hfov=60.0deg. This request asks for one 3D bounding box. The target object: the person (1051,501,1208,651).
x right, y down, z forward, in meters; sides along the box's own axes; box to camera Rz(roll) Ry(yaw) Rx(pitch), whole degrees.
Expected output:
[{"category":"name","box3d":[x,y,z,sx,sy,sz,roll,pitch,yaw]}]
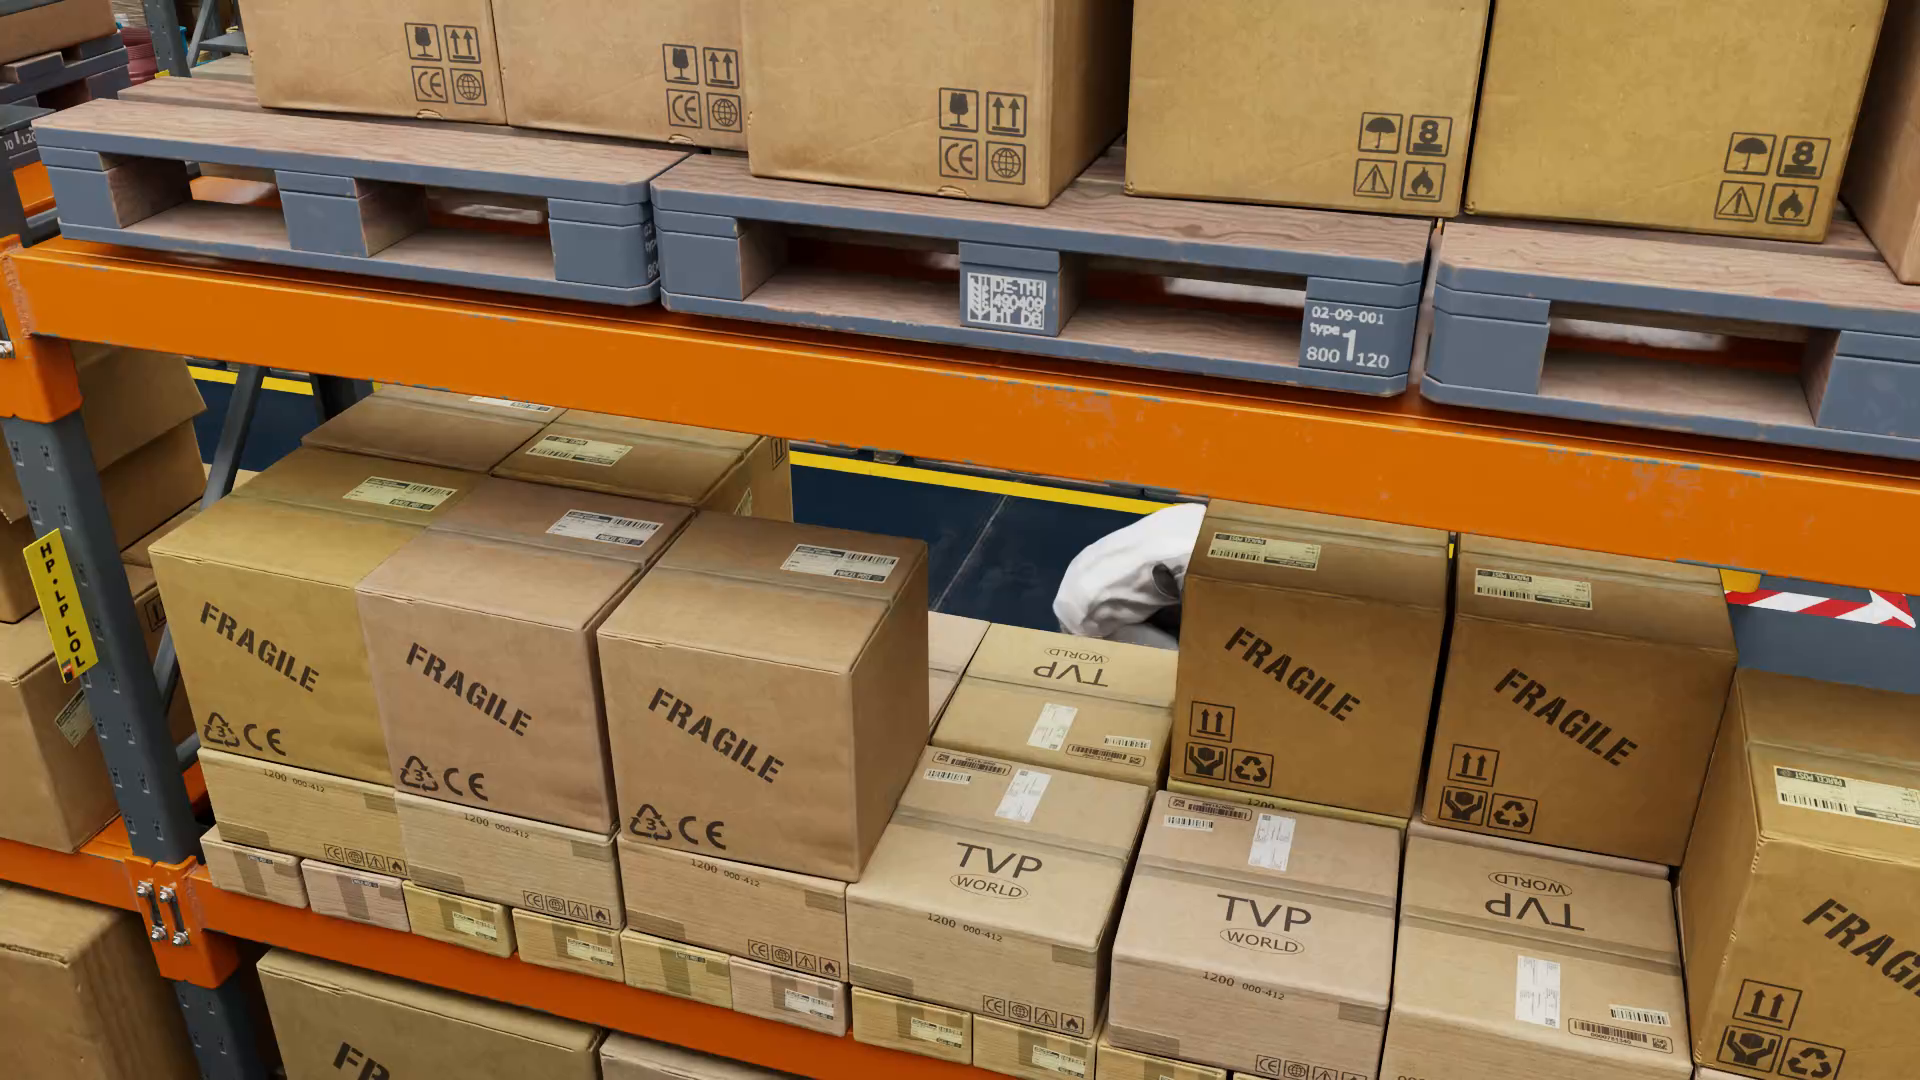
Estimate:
[{"category":"person","box3d":[0.824,0.250,6.455,0.911,1.001,0.511,8,30,14]}]
